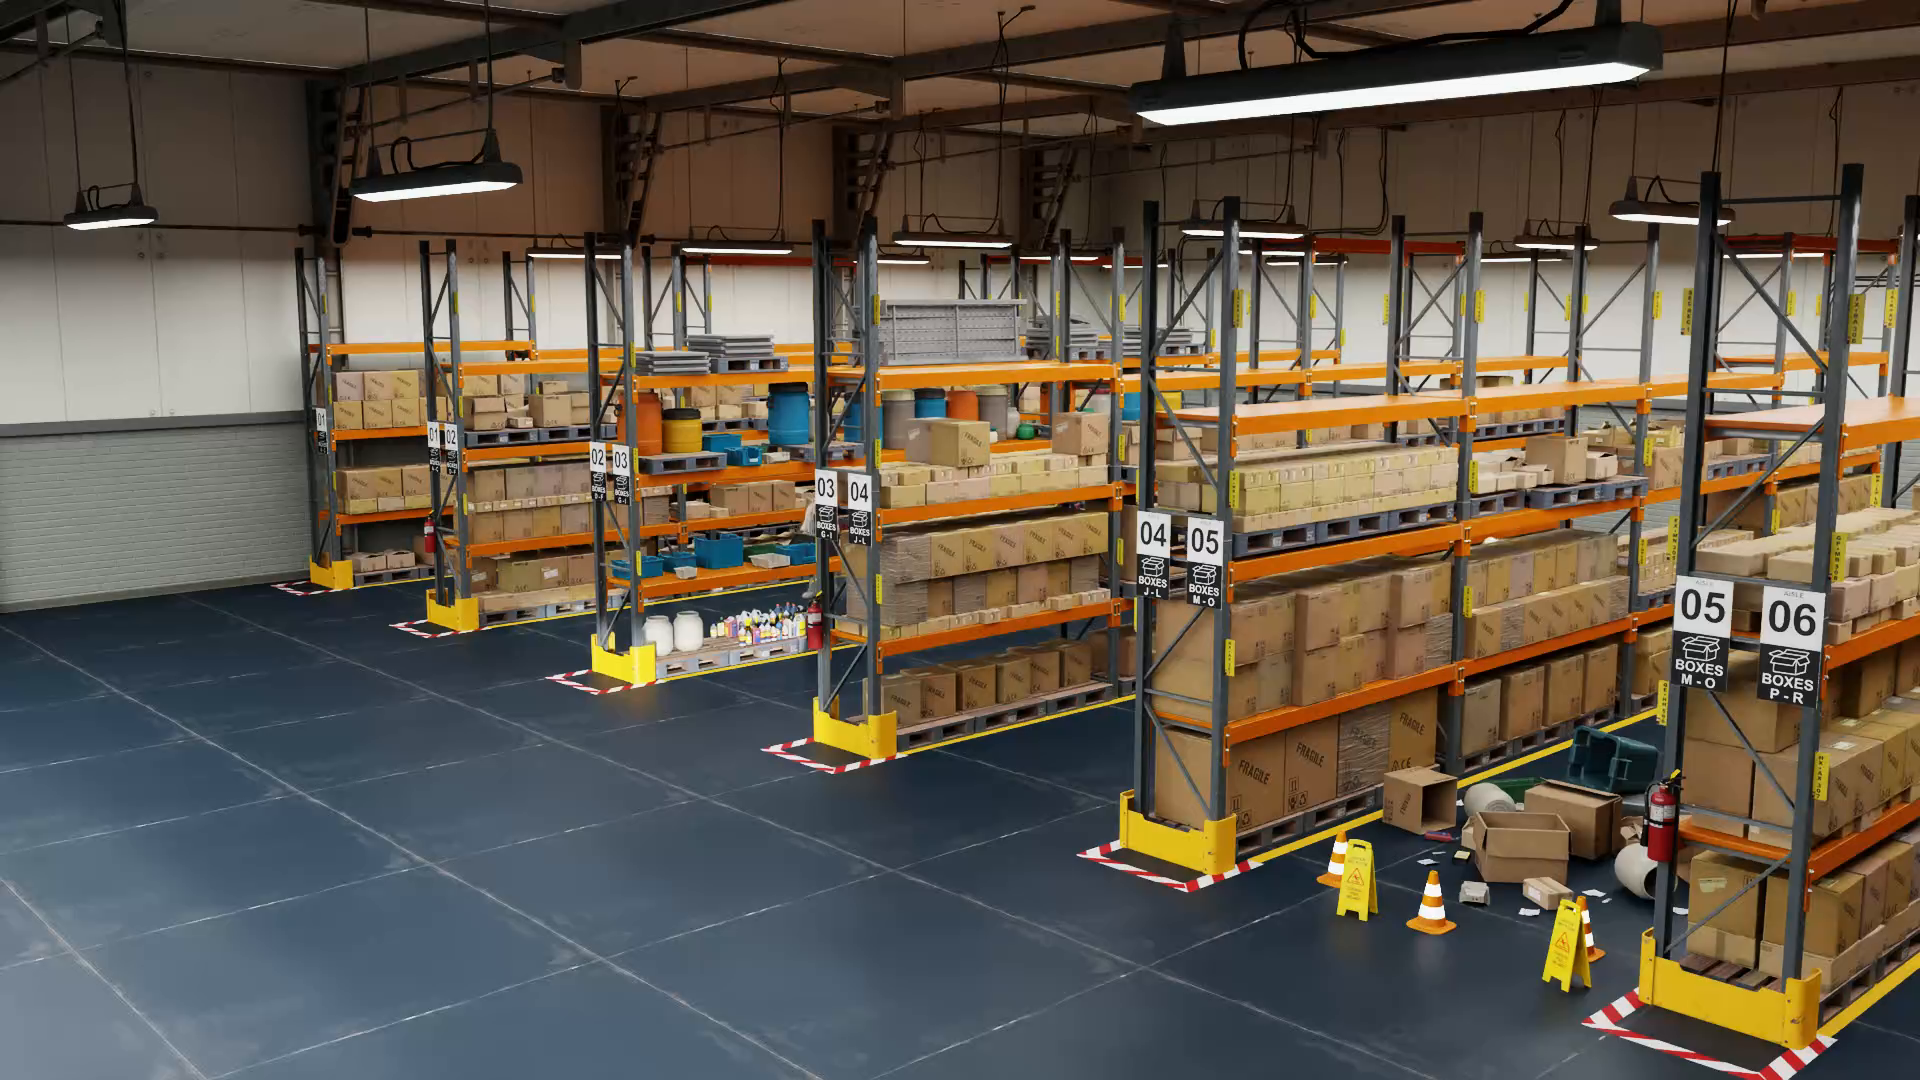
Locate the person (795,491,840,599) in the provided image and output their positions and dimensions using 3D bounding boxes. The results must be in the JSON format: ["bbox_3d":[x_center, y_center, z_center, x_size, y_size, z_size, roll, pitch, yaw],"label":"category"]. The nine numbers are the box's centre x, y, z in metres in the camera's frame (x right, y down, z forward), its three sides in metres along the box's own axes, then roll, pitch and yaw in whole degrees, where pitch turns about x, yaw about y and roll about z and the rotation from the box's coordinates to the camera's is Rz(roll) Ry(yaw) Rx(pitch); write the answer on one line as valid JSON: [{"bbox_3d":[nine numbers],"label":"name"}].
[{"bbox_3d":[-2.277,0.036,27.140,0.720,1.764,0.878,6,11,37],"label":"person"}]

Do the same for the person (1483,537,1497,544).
[{"bbox_3d":[7.550,0.821,23.803,0.564,1.727,0.635,-8,12,-44],"label":"person"}]
